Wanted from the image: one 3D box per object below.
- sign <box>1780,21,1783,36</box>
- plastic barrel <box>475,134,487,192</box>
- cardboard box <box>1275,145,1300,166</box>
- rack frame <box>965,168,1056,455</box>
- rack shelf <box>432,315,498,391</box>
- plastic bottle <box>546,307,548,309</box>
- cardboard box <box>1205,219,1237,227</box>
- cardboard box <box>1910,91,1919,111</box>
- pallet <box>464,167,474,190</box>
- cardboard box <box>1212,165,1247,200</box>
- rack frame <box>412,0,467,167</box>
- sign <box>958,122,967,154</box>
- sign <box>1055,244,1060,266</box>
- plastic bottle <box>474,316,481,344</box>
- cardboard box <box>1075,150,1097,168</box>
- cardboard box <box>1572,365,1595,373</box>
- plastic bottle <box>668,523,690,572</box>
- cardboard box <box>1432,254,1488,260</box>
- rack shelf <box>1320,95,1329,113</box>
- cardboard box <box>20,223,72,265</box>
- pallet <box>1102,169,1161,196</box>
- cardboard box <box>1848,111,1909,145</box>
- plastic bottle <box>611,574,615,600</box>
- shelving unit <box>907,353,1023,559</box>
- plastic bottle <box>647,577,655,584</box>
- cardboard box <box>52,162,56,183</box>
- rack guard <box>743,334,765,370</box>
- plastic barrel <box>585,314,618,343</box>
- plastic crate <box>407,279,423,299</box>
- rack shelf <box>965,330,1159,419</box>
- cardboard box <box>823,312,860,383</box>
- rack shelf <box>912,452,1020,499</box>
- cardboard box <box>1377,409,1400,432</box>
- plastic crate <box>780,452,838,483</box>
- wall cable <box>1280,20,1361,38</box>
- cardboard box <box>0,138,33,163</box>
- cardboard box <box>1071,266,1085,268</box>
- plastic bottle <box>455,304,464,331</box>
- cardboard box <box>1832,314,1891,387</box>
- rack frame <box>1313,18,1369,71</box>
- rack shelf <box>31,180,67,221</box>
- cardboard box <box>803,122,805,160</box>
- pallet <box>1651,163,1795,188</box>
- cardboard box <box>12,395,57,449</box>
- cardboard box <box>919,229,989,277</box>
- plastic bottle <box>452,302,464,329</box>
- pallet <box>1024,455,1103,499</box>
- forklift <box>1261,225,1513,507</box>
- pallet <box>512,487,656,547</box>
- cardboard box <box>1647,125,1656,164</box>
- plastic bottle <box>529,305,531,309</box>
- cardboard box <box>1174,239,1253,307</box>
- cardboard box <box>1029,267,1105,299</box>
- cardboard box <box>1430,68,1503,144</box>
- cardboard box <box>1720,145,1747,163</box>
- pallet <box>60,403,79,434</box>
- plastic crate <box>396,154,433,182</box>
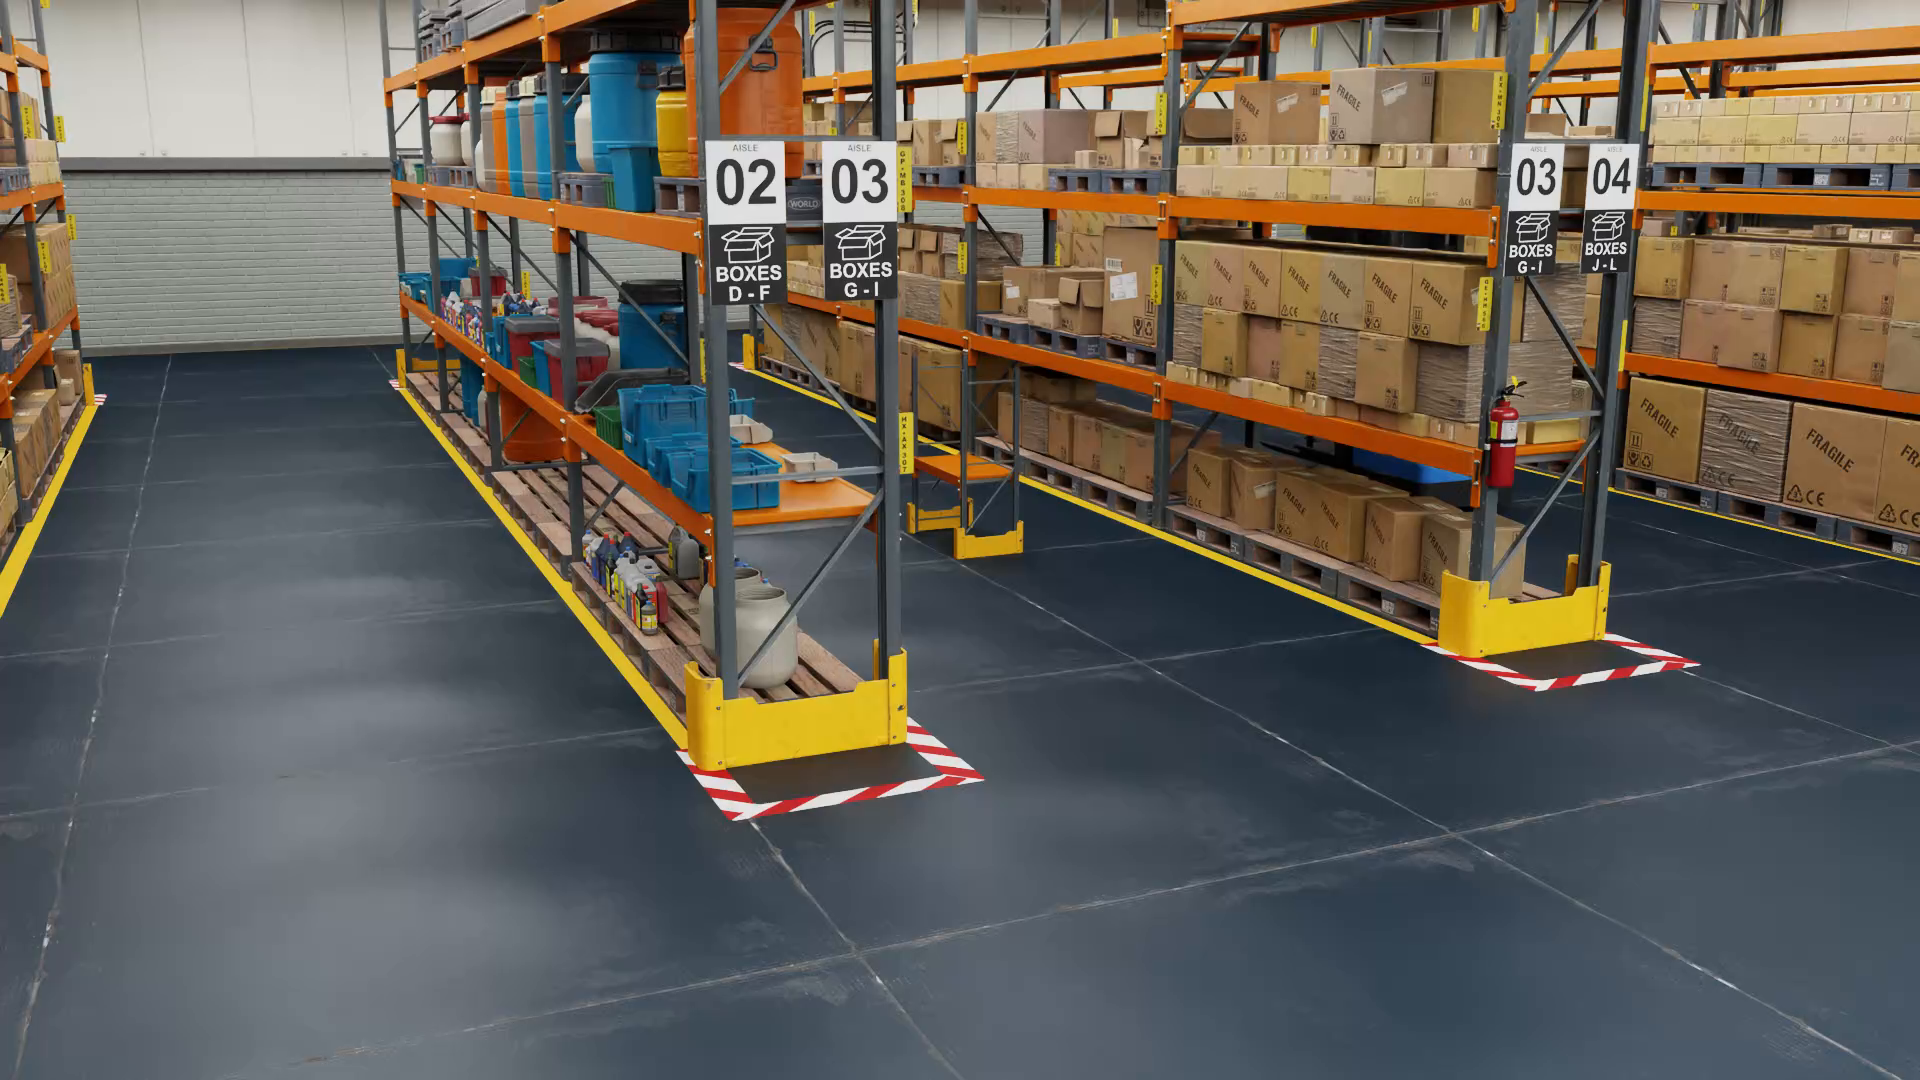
[{"bbox_3d":[13.064,-8.106,26.513,0.100,0.325,0.005,-6,14,-23],"label":"sign"},{"bbox_3d":[-4.161,-3.405,15.031,0.421,0.512,0.421,0,13,0],"label":"plastic barrel"},{"bbox_3d":[2.540,-2.824,12.215,0.380,0.149,0.250,-6,14,-24],"label":"cardboard box"},{"bbox_3d":[0.533,-2.429,17.712,1.000,3.000,0.127,-6,14,-23],"label":"rack frame"},{"bbox_3d":[-4.806,-2.044,17.645,1.077,0.370,4.000,-6,14,-23],"label":"rack shelf"},{"bbox_3d":[-4.303,-2.286,17.354,0.061,0.283,0.133,-6,14,-23],"label":"plastic bottle"},{"bbox_3d":[3.559,-4.478,23.468,0.500,0.500,0.500,-5,14,-22],"label":"cardboard box"},{"bbox_3d":[7.571,-3.381,12.809,0.380,0.149,0.250,-5,14,-22],"label":"cardboard box"},{"bbox_3d":[-4.222,-3.518,16.183,1.003,0.211,1.213,-6,14,-23],"label":"pallet"},{"bbox_3d":[2.298,-2.766,12.848,0.500,0.250,0.500,-6,14,-23],"label":"cardboard box"},{"bbox_3d":[-5.607,-5.731,18.673,1.000,3.000,0.127,-6,14,-23],"label":"rack frame"},{"bbox_3d":[0.022,-4.132,17.097,0.100,0.325,0.005,-6,14,-23],"label":"sign"},{"bbox_3d":[1.027,-3.005,17.810,0.100,0.325,0.005,-6,14,-23],"label":"sign"},{"bbox_3d":[-4.758,-2.077,16.478,0.097,0.271,0.097,0,13,0],"label":"plastic bottle"},{"bbox_3d":[1.293,-3.533,15.417,0.380,0.166,0.250,-6,14,-25],"label":"cardboard box"},{"bbox_3d":[6.007,-1.458,17.575,1.050,0.750,0.750,-6,14,-23],"label":"cardboard box"},{"bbox_3d":[-2.012,0.041,11.939,0.144,0.351,0.185,-6,14,-23],"label":"plastic bottle"},{"bbox_3d":[3.574,-1.699,11.459,0.500,0.500,0.500,-6,14,-23],"label":"cardboard box"},{"bbox_3d":[7.210,-6.941,26.385,1.077,0.370,4.000,-6,14,-23],"label":"rack shelf"},{"bbox_3d":[-11.319,-3.656,20.576,0.500,0.500,0.500,-6,14,-23],"label":"cardboard box"},{"bbox_3d":[1.986,-3.109,14.417,1.213,0.211,1.003,-6,14,-23],"label":"pallet"},{"bbox_3d":[7.471,-3.273,13.226,0.500,0.250,0.500,-6,14,-23],"label":"cardboard box"},{"bbox_3d":[-2.292,0.298,11.161,0.097,0.201,0.097,0,13,0],"label":"plastic bottle"},{"bbox_3d":[0.031,-0.715,13.633,0.587,1.500,1.083,-6,14,-23],"label":"shelving unit"},{"bbox_3d":[-2.046,0.343,10.964,0.097,0.201,0.097,0,13,0],"label":"plastic bottle"},{"bbox_3d":[-11.112,-4.389,19.863,0.500,0.250,0.500,-6,14,-23],"label":"cardboard box"},{"bbox_3d":[-2.681,-2.869,25.156,1.175,0.500,0.348,-6,14,-23],"label":"rack guard"},{"bbox_3d":[-2.879,-1.590,13.787,0.433,0.535,0.433,0,13,0],"label":"plastic barrel"},{"bbox_3d":[-6.885,-3.229,21.408,0.416,0.233,0.300,-6,14,-23],"label":"plastic crate"},{"bbox_3d":[1.335,-1.665,16.008,1.077,0.370,4.000,-6,14,-23],"label":"rack shelf"},{"bbox_3d":[-1.260,-2.568,22.095,0.875,0.875,0.875,-6,14,-23],"label":"cardboard box"},{"bbox_3d":[0.034,-0.538,13.665,0.538,0.185,1.000,-6,14,-23],"label":"rack shelf"},{"bbox_3d":[3.102,-0.846,11.428,0.380,0.149,0.250,-6,14,-23],"label":"cardboard box"},{"bbox_3d":[-0.864,-0.414,9.592,0.298,0.136,0.250,-6,14,-23],"label":"plastic crate"},{"bbox_3d":[7.130,-9.379,34.352,2.988,3.039,0.133,-6,14,-23],"label":"wall cable"},{"bbox_3d":[-10.114,-4.116,17.573,0.500,0.250,0.500,-6,14,-23],"label":"cardboard box"},{"bbox_3d":[1.942,-4.181,25.838,0.380,0.149,0.250,-6,14,-25],"label":"cardboard box"},{"bbox_3d":[-5.307,-2.378,17.768,0.152,0.276,0.135,-6,14,-23],"label":"plastic bottle"},{"bbox_3d":[7.783,-1.587,13.744,0.875,0.550,0.550,-6,14,-23],"label":"cardboard box"},{"bbox_3d":[6.409,-7.900,28.044,1.000,3.000,0.127,-6,14,-23],"label":"rack frame"},{"bbox_3d":[-10.948,-3.885,18.948,1.077,0.370,4.000,-6,14,-23],"label":"rack shelf"},{"bbox_3d":[-1.728,-5.407,22.553,0.700,0.500,0.500,-5,14,-20],"label":"cardboard box"},{"bbox_3d":[7.039,-3.278,14.924,1.003,0.211,1.213,-6,14,-23],"label":"pallet"},{"bbox_3d":[-9.497,-1.179,16.879,0.500,0.500,0.500,-6,14,-23],"label":"cardboard box"},{"bbox_3d":[-0.003,-3.254,18.829,0.797,0.503,0.637,-5,14,-22],"label":"cardboard box"},{"bbox_3d":[-5.400,-2.426,17.975,0.152,0.276,0.135,-6,14,-23],"label":"plastic bottle"},{"bbox_3d":[1.330,-0.657,16.241,1.003,0.211,1.213,-6,14,-23],"label":"pallet"},{"bbox_3d":[3.964,-1.974,15.898,1.130,2.935,3.031,-5,14,-22],"label":"forklift"},{"bbox_3d":[-3.245,-0.208,14.299,1.003,0.211,1.213,-6,14,-23],"label":"pallet"},{"bbox_3d":[9.324,-5.104,21.460,0.797,0.503,0.637,-7,15,-26],"label":"cardboard box"},{"bbox_3d":[-4.589,-2.383,17.799,0.097,0.271,0.097,0,13,0],"label":"plastic bottle"},{"bbox_3d":[2.083,-2.167,13.483,0.500,0.500,0.500,-6,14,-23],"label":"cardboard box"},{"bbox_3d":[1.102,-2.468,16.727,0.700,0.500,0.500,-3,13,-15],"label":"cardboard box"},{"bbox_3d":[3.391,-3.006,11.562,0.500,0.500,0.500,-6,14,-23],"label":"cardboard box"},{"bbox_3d":[6.859,-3.359,14.483,0.380,0.149,0.250,-6,14,-24],"label":"cardboard box"},{"bbox_3d":[-10.914,-1.397,19.438,1.003,0.211,1.213,-6,14,-23],"label":"pallet"},{"bbox_3d":[-6.849,-4.725,21.118,0.504,0.338,0.767,-6,14,-23],"label":"plastic crate"}]
